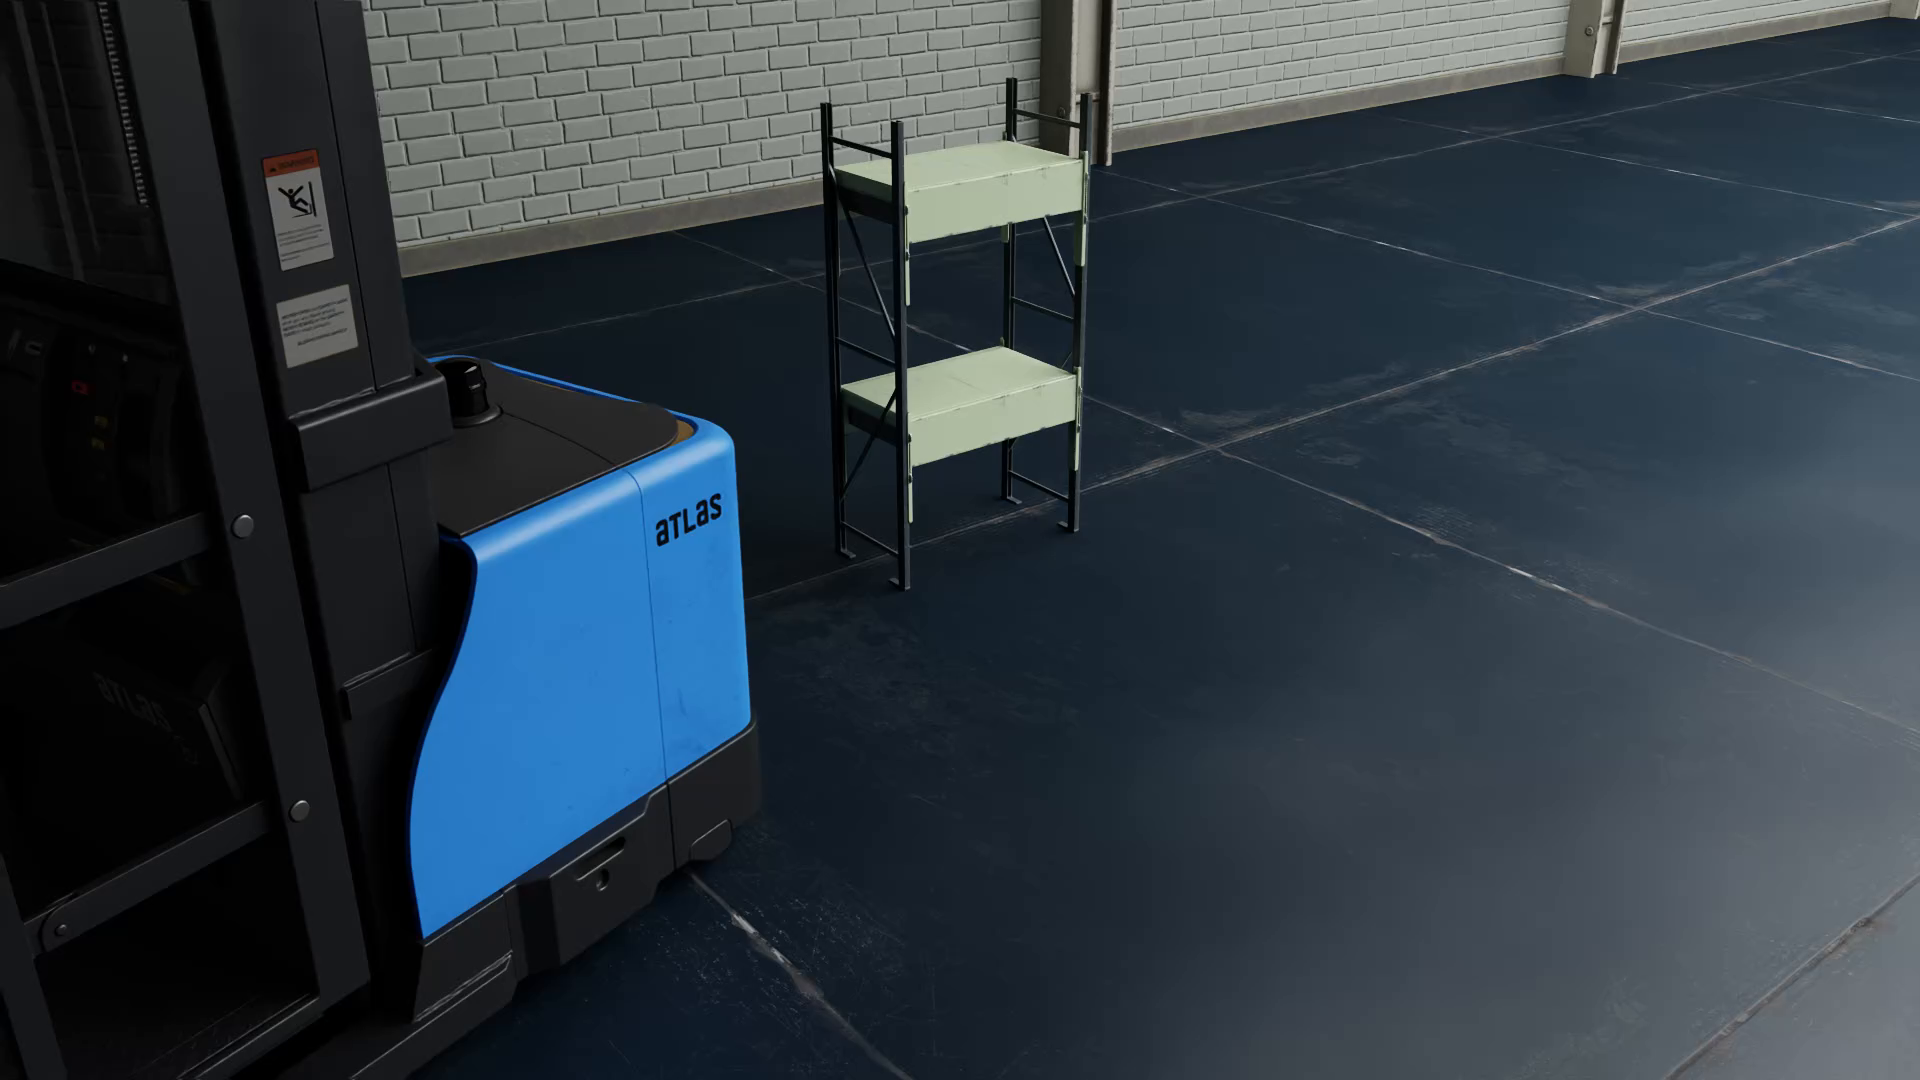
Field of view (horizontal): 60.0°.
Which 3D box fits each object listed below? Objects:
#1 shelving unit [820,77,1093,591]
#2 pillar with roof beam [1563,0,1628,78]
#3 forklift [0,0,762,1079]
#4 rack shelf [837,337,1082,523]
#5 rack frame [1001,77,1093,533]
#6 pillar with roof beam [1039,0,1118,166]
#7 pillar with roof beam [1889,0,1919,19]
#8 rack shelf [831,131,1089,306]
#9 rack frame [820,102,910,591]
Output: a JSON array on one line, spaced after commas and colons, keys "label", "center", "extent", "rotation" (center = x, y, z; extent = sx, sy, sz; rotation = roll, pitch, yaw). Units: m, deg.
[{"label": "shelving unit", "center": [-0.005, -0.679, 5.431], "extent": [0.755, 1.500, 0.431], "rotation": [-18, 31, -34]}, {"label": "pillar with roof beam", "center": [8.152, -6.741, 9.584], "extent": [0.400, 9.000, 9.100], "rotation": [-18, 31, -34]}, {"label": "forklift", "center": [-1.744, -0.218, 2.739], "extent": [1.130, 2.935, 3.031], "rotation": [16, 29, 31]}, {"label": "rack shelf", "center": [-0.005, -0.383, 5.568], "extent": [0.720, 0.370, 0.431], "rotation": [-18, 31, -34]}, {"label": "rack frame", "center": [0.283, -0.774, 5.635], "extent": [0.023, 1.500, 0.400], "rotation": [-18, 31, -34]}, {"label": "pillar with roof beam", "center": [3.430, -5.182, 6.226], "extent": [0.400, 9.000, 9.100], "rotation": [-18, 31, -34]}, {"label": "pillar with roof beam", "center": [12.873, -8.299, 12.943], "extent": [0.400, 9.000, 9.100], "rotation": [-18, 31, -34]}, {"label": "rack shelf", "center": [-0.005, -1.033, 5.266], "extent": [0.720, 0.370, 0.431], "rotation": [-18, 31, -34]}, {"label": "rack frame", "center": [-0.293, -0.583, 5.226], "extent": [0.023, 1.500, 0.400], "rotation": [-18, 31, -34]}]
